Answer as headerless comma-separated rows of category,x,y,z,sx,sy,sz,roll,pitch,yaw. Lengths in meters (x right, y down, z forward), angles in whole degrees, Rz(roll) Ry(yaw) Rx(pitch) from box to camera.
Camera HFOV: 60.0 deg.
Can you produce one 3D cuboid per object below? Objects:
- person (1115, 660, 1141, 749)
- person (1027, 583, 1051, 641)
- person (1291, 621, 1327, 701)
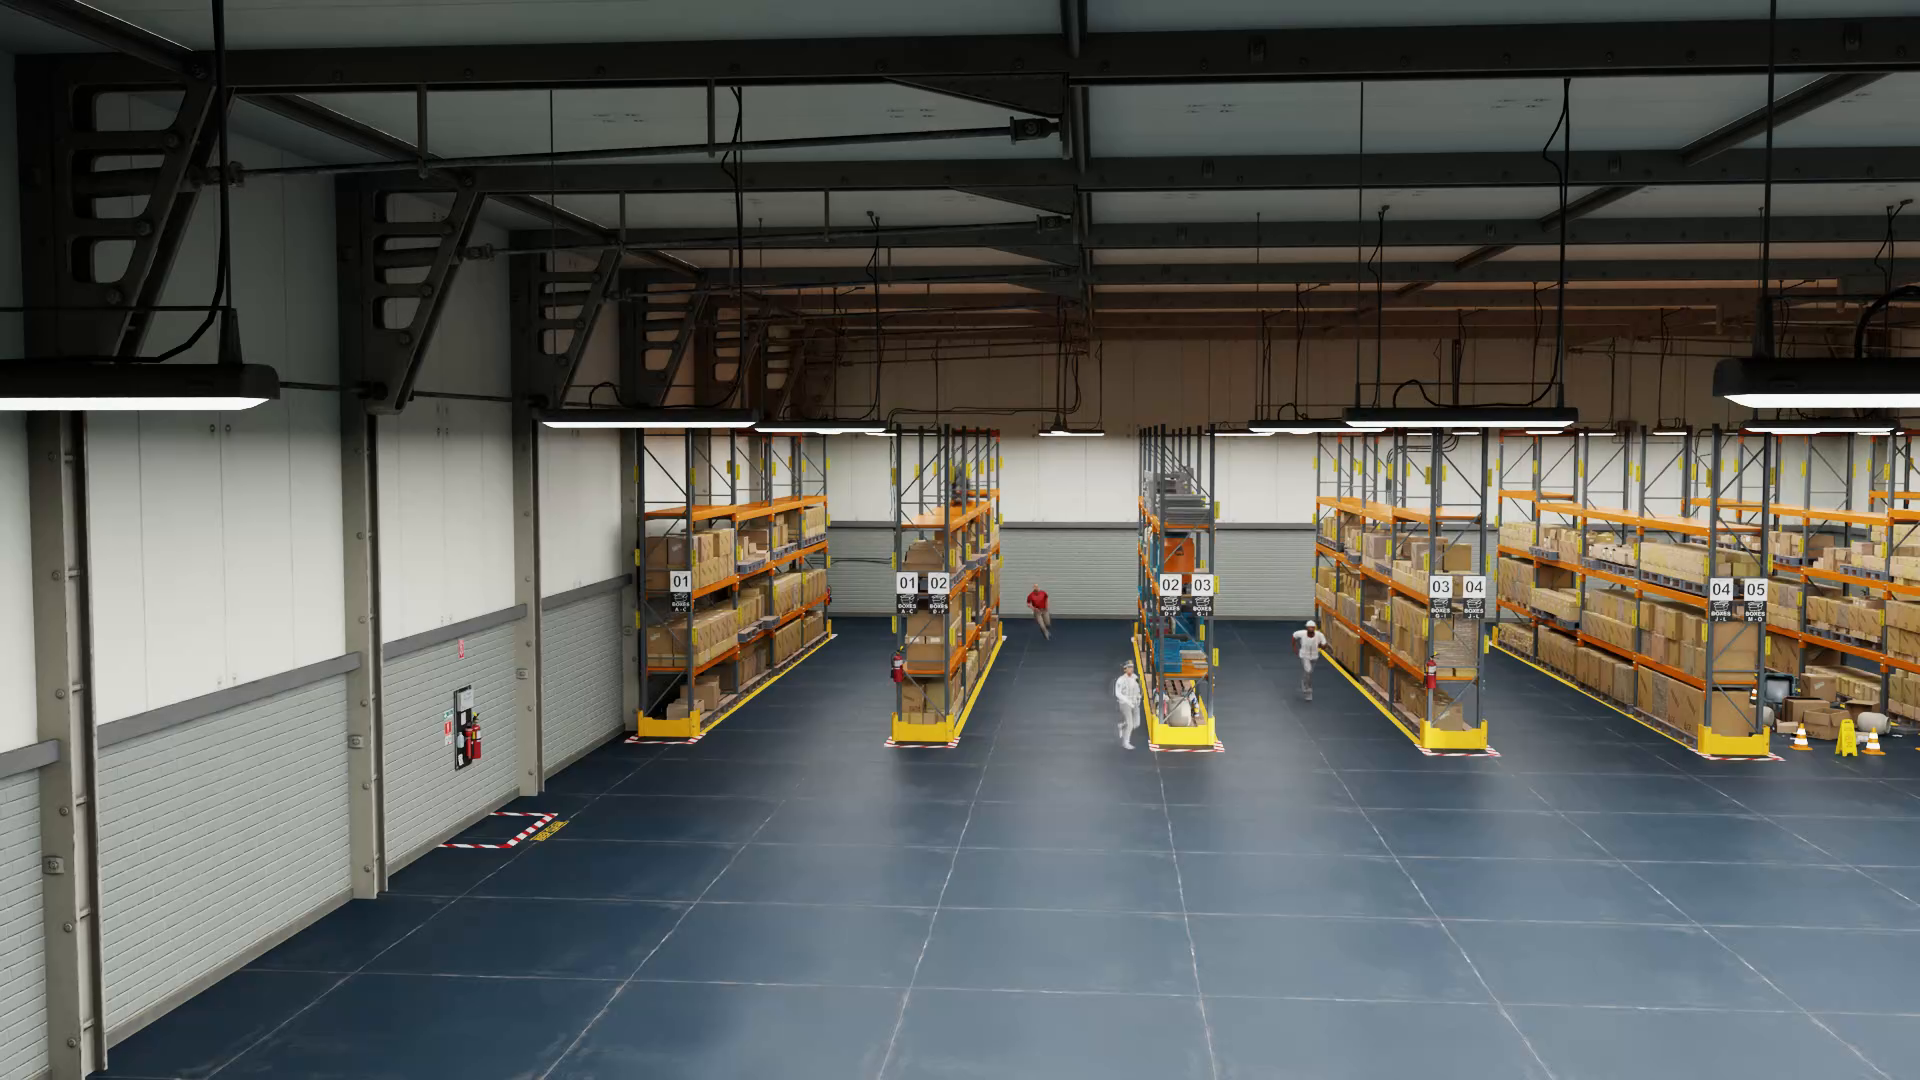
person,3.125,3.032,30.720,0.629,1.660,0.582,-2,4,-31
person,2.254,2.041,47.102,0.738,1.641,0.581,-1,4,-9
person,7.692,2.633,36.713,0.691,1.774,0.964,0,3,-6
